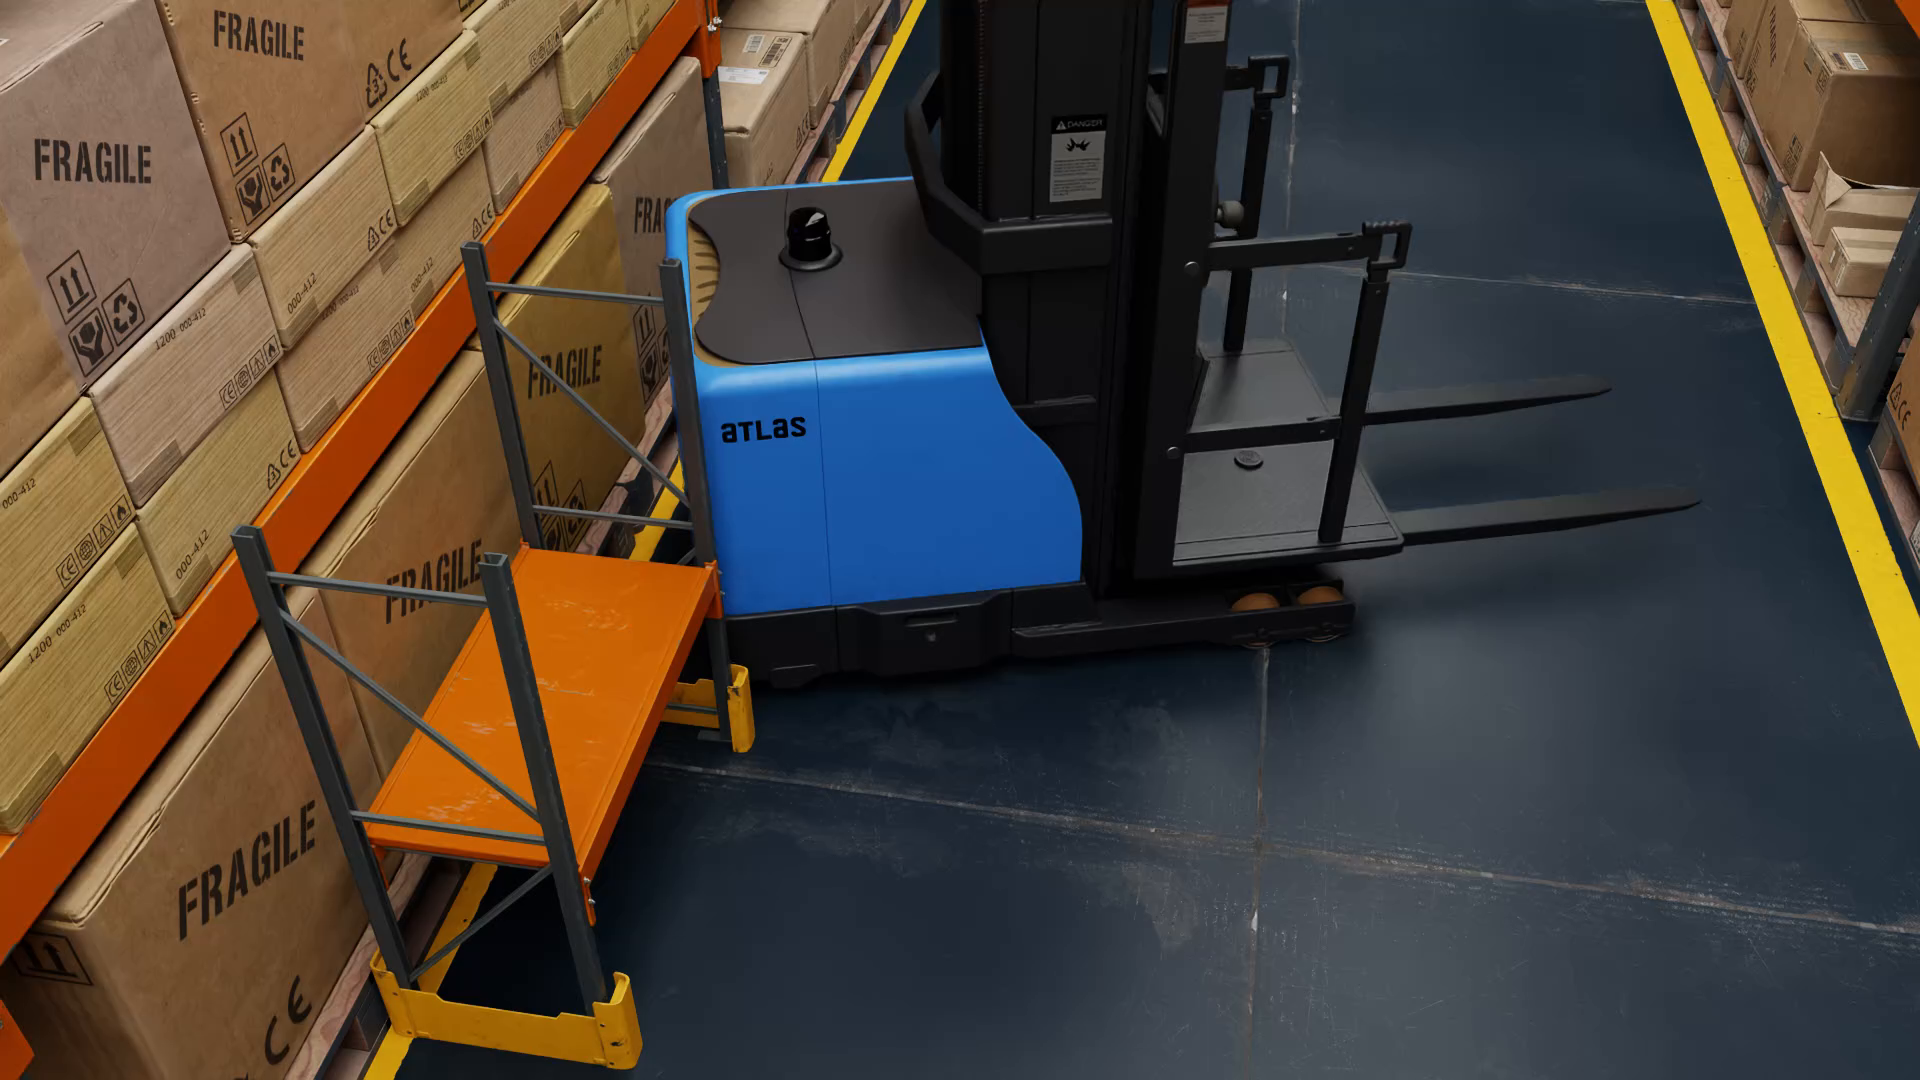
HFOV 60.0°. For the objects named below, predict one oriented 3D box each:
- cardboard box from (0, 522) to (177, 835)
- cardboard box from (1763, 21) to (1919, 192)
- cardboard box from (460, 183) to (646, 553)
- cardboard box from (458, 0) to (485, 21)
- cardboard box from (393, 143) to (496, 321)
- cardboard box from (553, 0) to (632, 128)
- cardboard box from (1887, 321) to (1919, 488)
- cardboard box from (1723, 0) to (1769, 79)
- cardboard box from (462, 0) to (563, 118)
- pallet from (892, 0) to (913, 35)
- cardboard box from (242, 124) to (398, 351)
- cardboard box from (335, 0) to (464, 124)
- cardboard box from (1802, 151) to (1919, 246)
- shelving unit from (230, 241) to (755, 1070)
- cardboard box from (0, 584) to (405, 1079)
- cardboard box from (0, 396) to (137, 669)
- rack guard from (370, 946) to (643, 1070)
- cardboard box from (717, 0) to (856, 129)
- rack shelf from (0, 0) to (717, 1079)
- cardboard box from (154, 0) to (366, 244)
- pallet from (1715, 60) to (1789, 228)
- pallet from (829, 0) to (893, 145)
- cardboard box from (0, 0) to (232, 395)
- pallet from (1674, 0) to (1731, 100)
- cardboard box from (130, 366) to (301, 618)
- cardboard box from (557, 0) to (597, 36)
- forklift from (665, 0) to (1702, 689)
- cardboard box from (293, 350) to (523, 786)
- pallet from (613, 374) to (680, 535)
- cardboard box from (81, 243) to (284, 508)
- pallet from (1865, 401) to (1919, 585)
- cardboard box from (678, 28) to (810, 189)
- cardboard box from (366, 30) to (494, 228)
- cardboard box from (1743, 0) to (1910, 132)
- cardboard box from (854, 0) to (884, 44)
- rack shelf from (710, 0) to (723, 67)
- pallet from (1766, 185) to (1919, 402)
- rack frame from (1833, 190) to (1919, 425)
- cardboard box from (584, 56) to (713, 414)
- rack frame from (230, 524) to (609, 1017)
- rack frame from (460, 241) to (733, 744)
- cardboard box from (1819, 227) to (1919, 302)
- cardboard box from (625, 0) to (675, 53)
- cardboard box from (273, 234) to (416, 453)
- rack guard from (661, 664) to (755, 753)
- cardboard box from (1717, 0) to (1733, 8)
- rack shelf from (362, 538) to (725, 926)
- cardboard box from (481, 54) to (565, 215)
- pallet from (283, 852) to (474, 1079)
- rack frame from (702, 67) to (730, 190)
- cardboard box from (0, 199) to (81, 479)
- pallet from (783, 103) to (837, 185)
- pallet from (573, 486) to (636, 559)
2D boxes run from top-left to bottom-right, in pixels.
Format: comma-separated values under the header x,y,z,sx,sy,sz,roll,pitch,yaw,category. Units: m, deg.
x,y,z,sx,sy,sz,roll,pitch,yaw,category
-1.702,0.194,2.779,0.500,0.250,0.500,6,40,7,cardboard box
3.674,-1.701,6.586,0.700,0.500,0.500,5,40,6,cardboard box
-1.519,-0.472,4.804,0.875,0.875,0.875,7,40,9,cardboard box
-1.362,-1.569,3.930,0.500,0.500,0.500,8,40,9,cardboard box
-1.452,-0.769,3.943,0.500,0.250,0.500,6,40,8,cardboard box
-1.261,-1.408,4.716,0.500,0.250,0.500,6,40,7,cardboard box
3.242,-0.469,5.095,0.500,0.500,0.500,8,40,10,cardboard box
3.854,-2.353,7.374,0.700,0.500,0.500,8,40,9,cardboard box
-1.342,-1.285,4.176,0.500,0.250,0.500,7,40,9,cardboard box
-0.711,-3.020,8.737,1.003,0.211,1.213,6,40,8,pallet
-1.515,-0.645,3.402,0.500,0.250,0.500,6,40,8,cardboard box
-1.436,-1.242,3.535,0.500,0.500,0.500,7,40,8,cardboard box
3.416,-1.264,6.240,0.396,0.266,0.258,8,40,9,cardboard box
-0.942,0.261,3.757,0.587,1.500,1.083,6,40,7,shelving unit
-1.833,0.649,3.449,0.875,0.875,0.875,6,40,7,cardboard box
-1.703,-0.010,2.633,0.500,0.250,0.500,6,40,7,cardboard box
-1.025,1.056,3.777,0.587,0.250,0.087,6,40,7,rack guard
-0.974,-2.213,7.254,0.875,0.438,0.875,5,40,6,cardboard box
-1.688,-0.562,4.140,1.077,0.370,4.000,6,40,8,rack shelf
-1.527,-0.926,3.153,0.500,0.500,0.500,7,40,9,cardboard box
3.876,-1.673,7.109,1.003,0.211,1.213,6,40,8,pallet
-0.925,-2.256,7.813,1.003,0.211,1.213,6,40,8,pallet
-1.632,-0.603,2.762,0.500,0.500,0.500,7,40,8,cardboard box
4.089,-2.437,8.032,1.003,0.211,1.213,6,40,8,pallet
-1.630,-0.130,3.171,0.500,0.250,0.500,5,40,6,cardboard box
-1.258,-1.611,4.570,0.500,0.250,0.500,7,40,9,cardboard box
0.705,-1.141,4.329,3.031,2.935,1.130,-6,40,-7,forklift
-1.675,0.089,4.126,0.875,0.875,0.875,7,40,8,cardboard box
-1.402,-0.527,5.722,1.003,0.211,1.213,6,40,8,pallet
-1.613,-0.334,3.025,0.500,0.250,0.500,7,40,9,cardboard box
3.444,0.040,5.036,1.003,0.211,1.213,6,40,8,pallet
-1.128,-1.651,6.574,0.875,0.438,0.875,6,40,7,cardboard box
-1.414,-0.962,3.785,0.500,0.250,0.500,7,40,8,cardboard box
3.664,-2.032,6.986,0.500,0.500,0.500,7,40,8,cardboard box
-0.816,-2.779,7.938,0.875,0.438,0.875,7,40,9,cardboard box
-0.996,-3.072,7.176,1.077,0.370,4.000,6,40,8,rack shelf
3.667,-0.905,6.180,1.003,0.211,1.213,6,40,8,pallet
3.547,-1.549,4.770,1.000,3.000,0.127,6,40,8,rack frame
-1.371,-1.039,5.491,0.875,0.875,0.875,8,40,9,cardboard box
-1.028,0.586,3.364,0.500,1.500,0.032,6,40,7,rack frame
-0.858,-0.052,4.136,0.500,1.500,0.032,6,40,7,rack frame
3.354,-0.995,6.007,0.380,0.149,0.250,5,40,6,cardboard box
-1.172,-1.727,5.103,0.500,0.250,0.500,5,40,7,cardboard box
-1.534,-0.458,3.568,0.500,0.250,0.500,8,40,9,cardboard box
-0.859,0.430,4.534,0.587,0.250,0.087,6,40,7,rack guard
4.040,-2.886,8.016,0.797,0.503,0.637,5,40,6,cardboard box
-0.943,0.406,3.865,0.538,0.185,1.000,6,40,7,rack shelf
-1.367,-1.093,4.336,0.500,0.250,0.500,5,40,6,cardboard box
-1.824,1.004,3.870,1.003,0.211,1.213,6,40,8,pallet
-1.342,-2.094,5.429,1.000,3.000,0.127,6,40,8,rack frame
-1.708,-0.290,2.384,0.500,0.500,0.500,5,40,6,cardboard box
-1.134,-1.488,6.884,1.003,0.211,1.213,6,40,8,pallet
-1.610,0.241,4.793,1.003,0.211,1.213,6,40,8,pallet
